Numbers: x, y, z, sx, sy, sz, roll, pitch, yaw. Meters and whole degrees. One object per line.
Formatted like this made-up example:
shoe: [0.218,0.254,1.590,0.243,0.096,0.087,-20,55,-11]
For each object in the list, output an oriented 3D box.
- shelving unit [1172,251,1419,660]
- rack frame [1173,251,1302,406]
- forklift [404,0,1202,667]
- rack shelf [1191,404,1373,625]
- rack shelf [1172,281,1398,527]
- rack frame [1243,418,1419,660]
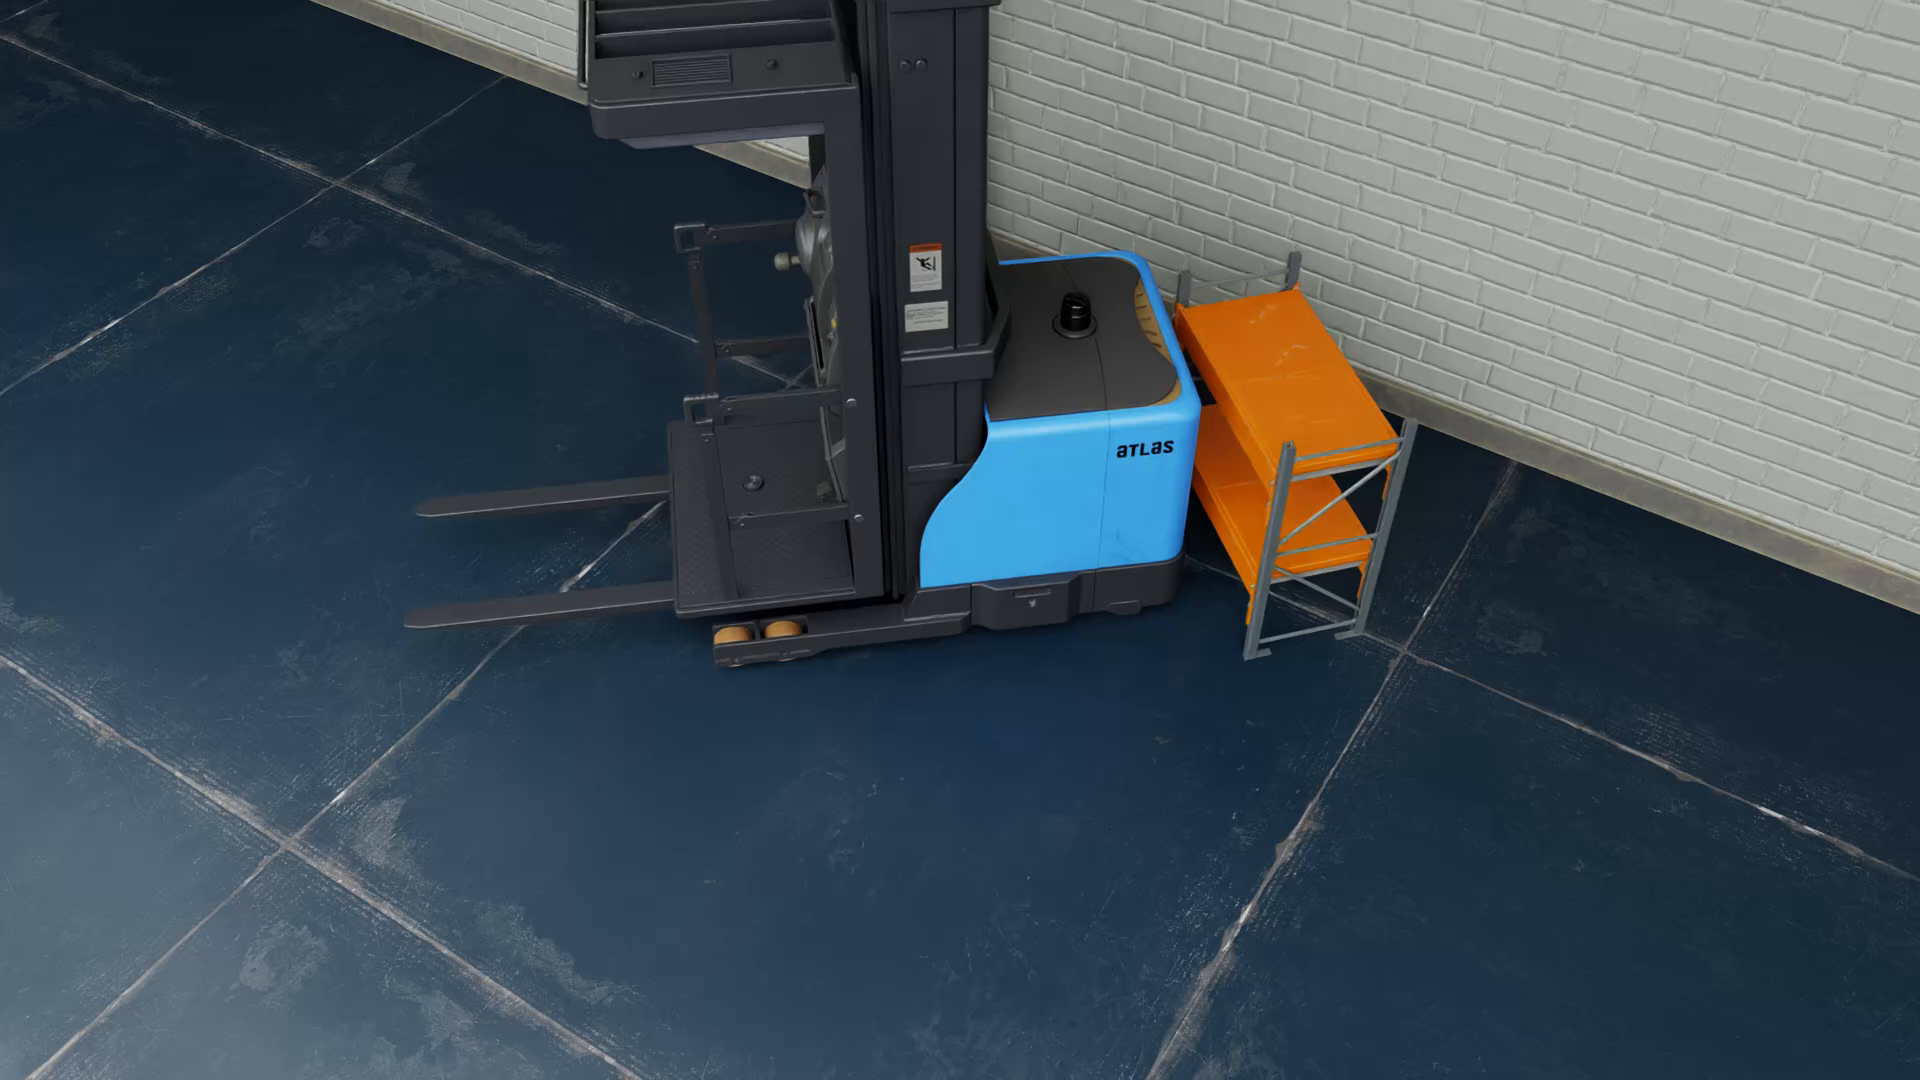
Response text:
shelving unit: [1.223,-0.331,6.509,0.538,1.125,1.048,-11,47,-11]
rack frame: [1.090,-0.683,6.851,0.500,1.125,0.032,-11,47,-11]
forklift: [-0.675,-0.935,5.837,3.031,2.935,1.130,-6,46,-6]
rack shelf: [1.223,-0.160,6.684,0.538,0.278,1.000,-11,47,-11]
rack shelf: [1.223,-0.535,6.299,0.538,0.278,1.000,-11,47,-11]
rack frame: [1.356,0.021,6.167,0.500,1.125,0.032,-11,47,-11]
